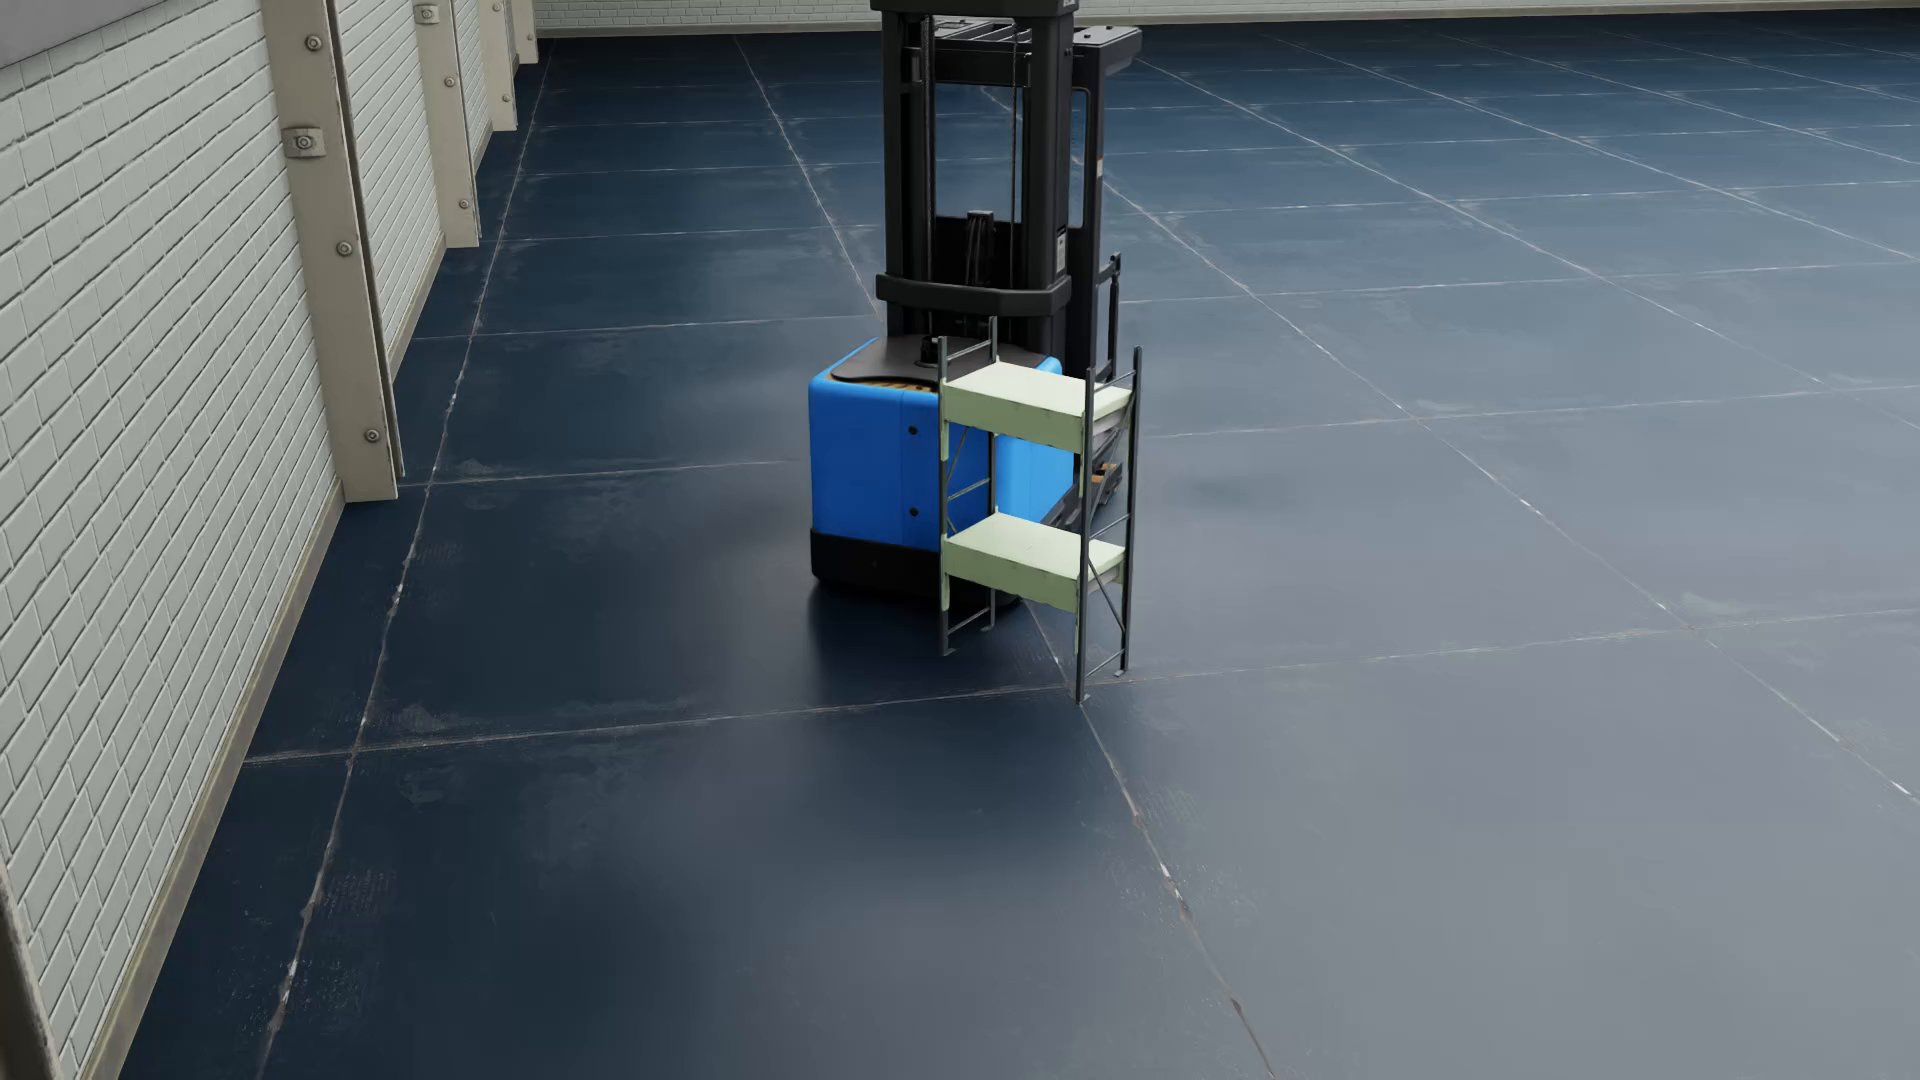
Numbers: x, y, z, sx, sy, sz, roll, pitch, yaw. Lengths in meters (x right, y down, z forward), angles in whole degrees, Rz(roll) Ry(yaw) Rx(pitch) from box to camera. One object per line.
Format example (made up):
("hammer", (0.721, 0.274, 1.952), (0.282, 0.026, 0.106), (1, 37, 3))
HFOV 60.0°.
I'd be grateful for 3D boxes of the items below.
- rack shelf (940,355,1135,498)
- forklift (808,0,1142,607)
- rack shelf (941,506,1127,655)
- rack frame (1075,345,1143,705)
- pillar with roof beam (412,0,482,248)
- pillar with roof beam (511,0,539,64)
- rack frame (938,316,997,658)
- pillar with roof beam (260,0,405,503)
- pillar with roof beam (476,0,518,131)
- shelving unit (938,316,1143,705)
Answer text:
("rack shelf", (0.328, -0.491, 7.024), (0.720, 0.370, 0.431), (17, 29, 33))
("forklift", (0.273, -1.589, 8.726), (1.130, 2.935, 3.031), (9, 25, 19))
("rack shelf", (0.329, 0.165, 7.312), (0.720, 0.370, 0.431), (17, 29, 33))
("rack frame", (0.622, -0.046, 6.981), (0.023, 1.500, 0.400), (17, 29, 33))
("pillar with roof beam", (-0.208, -7.097, 13.757), (9.100, 9.000, 0.400), (-4, 24, -10))
("pillar with roof beam", (-2.427, -11.817, 24.564), (9.100, 9.000, 0.400), (-4, 24, -10))
("rack frame", (0.034, -0.221, 7.381), (0.023, 1.500, 0.400), (17, 29, 33))
("pillar with roof beam", (0.901, -4.737, 8.353), (9.100, 9.000, 0.400), (-4, 24, -10))
("pillar with roof beam", (-1.318, -9.457, 19.160), (9.100, 9.000, 0.400), (-4, 24, -10))
("shelving unit", (0.328, -0.134, 7.181), (0.755, 1.500, 0.431), (17, 29, 33))
